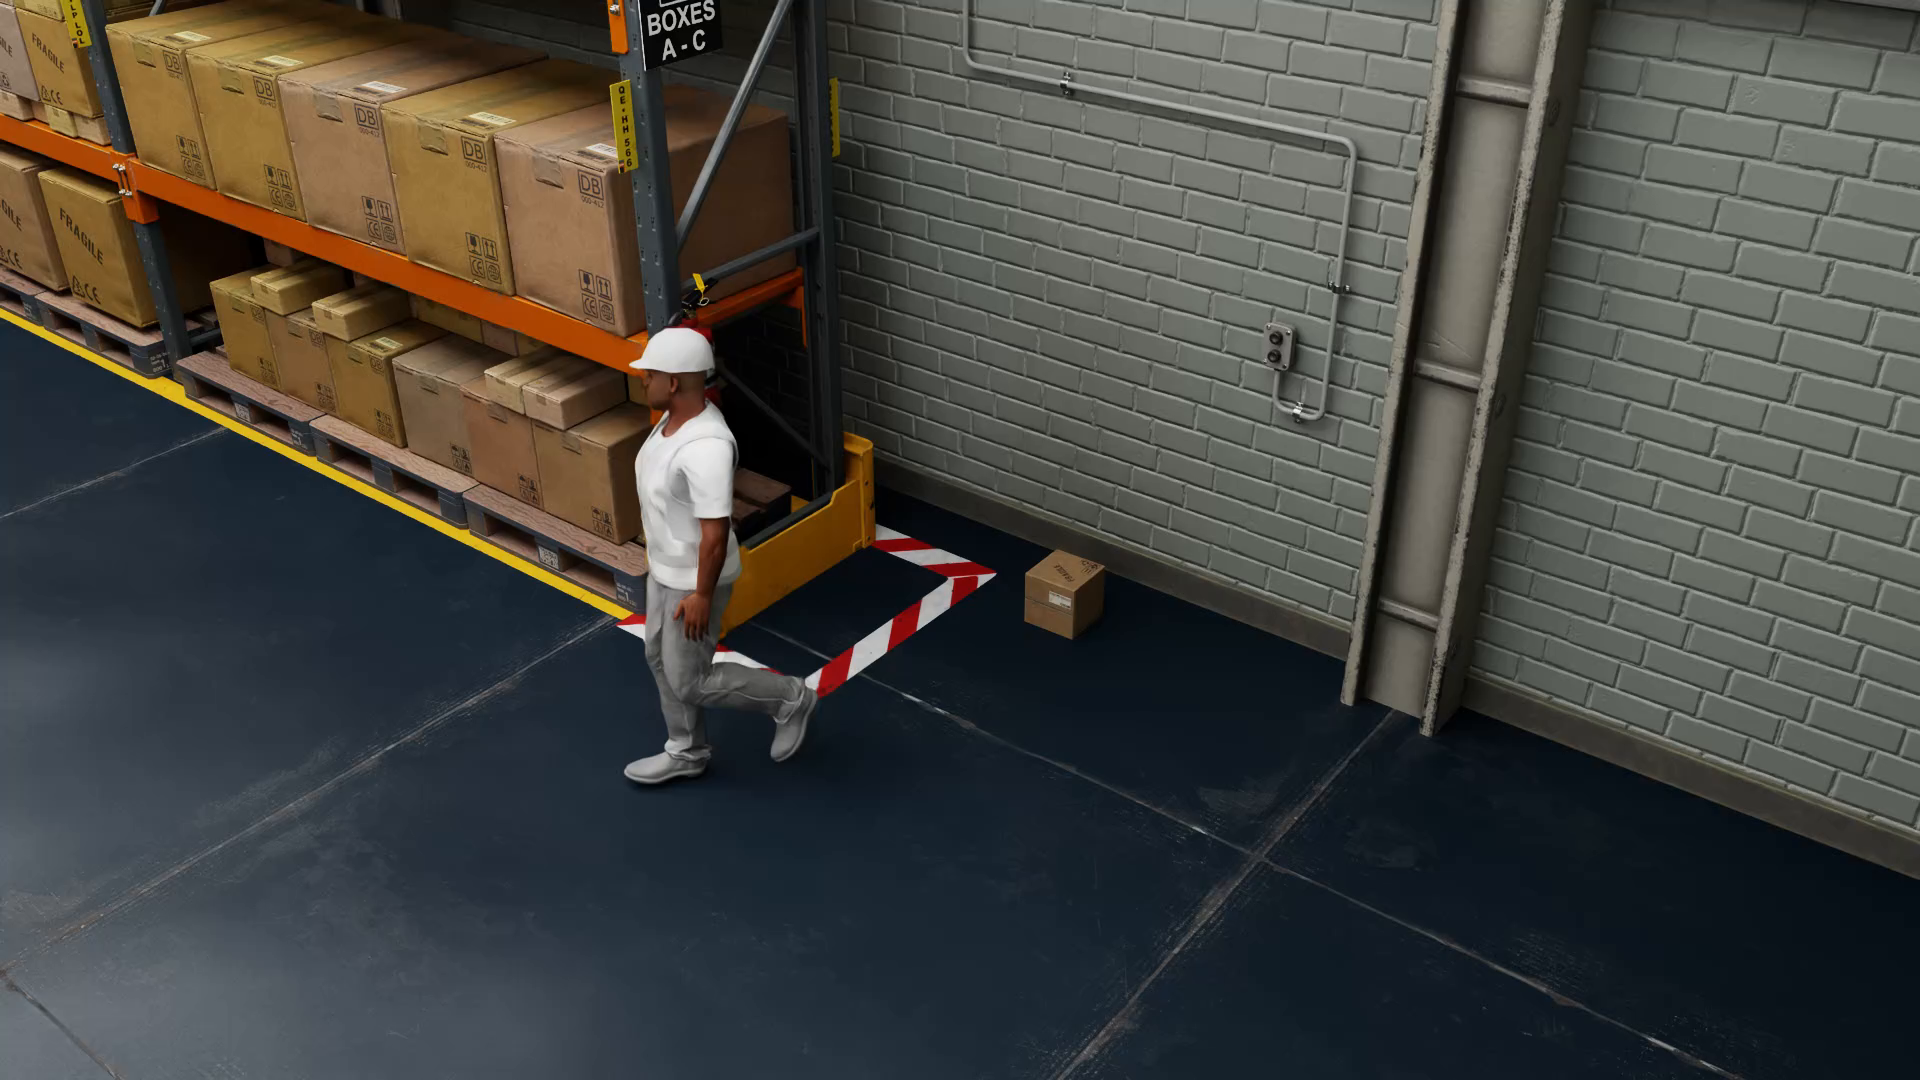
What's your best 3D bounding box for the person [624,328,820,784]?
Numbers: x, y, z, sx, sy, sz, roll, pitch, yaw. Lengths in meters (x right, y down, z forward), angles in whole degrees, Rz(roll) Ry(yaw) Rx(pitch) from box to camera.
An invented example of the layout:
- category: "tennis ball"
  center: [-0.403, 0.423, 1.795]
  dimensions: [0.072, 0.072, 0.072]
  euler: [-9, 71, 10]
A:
- category: "person"
  center: [-0.923, 0.089, 5.952]
  dimensions: [0.737, 1.739, 0.583]
  euler: [-10, 32, -17]
